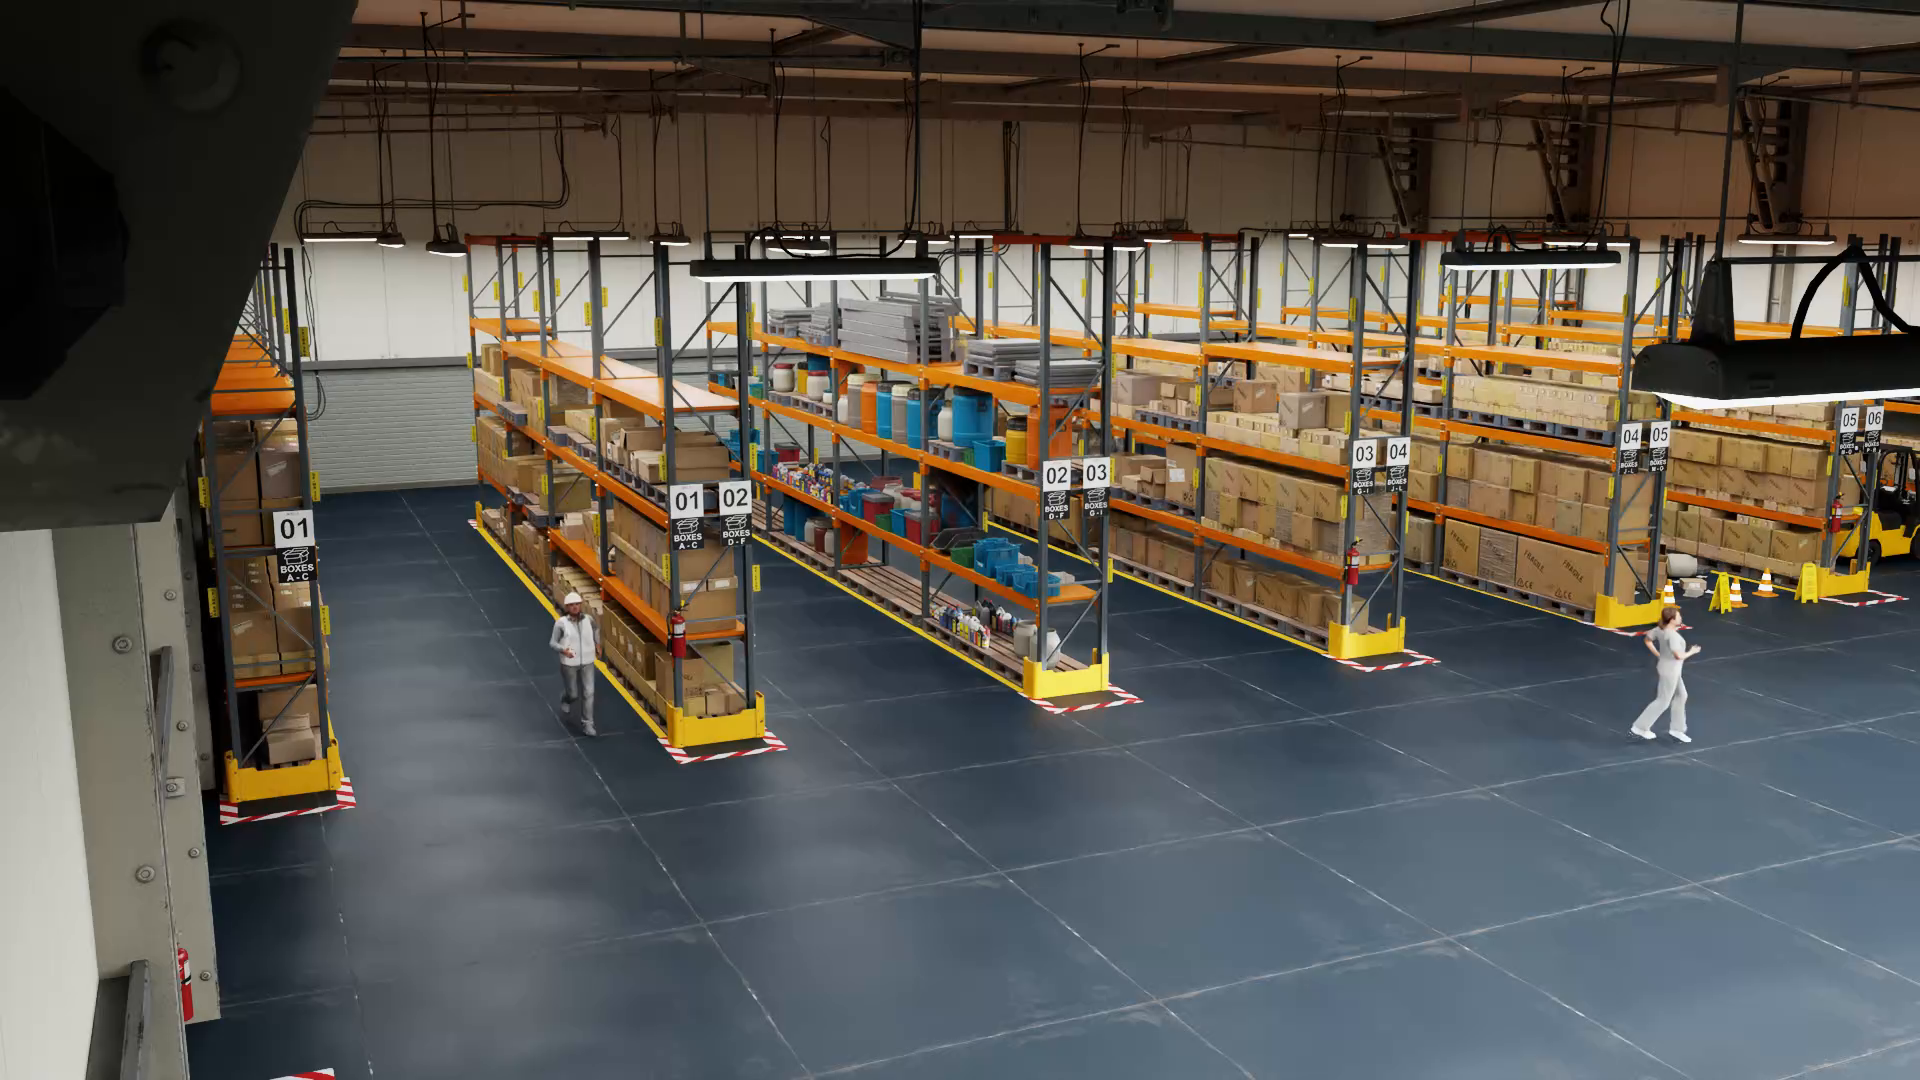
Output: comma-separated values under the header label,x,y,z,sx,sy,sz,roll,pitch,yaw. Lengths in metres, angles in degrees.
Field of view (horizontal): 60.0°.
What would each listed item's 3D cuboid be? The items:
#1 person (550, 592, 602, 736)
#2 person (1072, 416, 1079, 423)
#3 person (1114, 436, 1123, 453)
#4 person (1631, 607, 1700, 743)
label,x,y,z,sx,sy,sz,roll,pitch,yaw
person,-4.753,1.513,20.727,0.676,1.741,0.971,-6,12,-27
person,2.678,-2.351,41.177,0.791,1.560,0.821,-9,14,-38
person,3.908,-2.511,41.653,0.710,1.727,0.582,-7,13,-34
person,8.580,1.647,20.193,0.758,1.716,0.552,1,11,7
